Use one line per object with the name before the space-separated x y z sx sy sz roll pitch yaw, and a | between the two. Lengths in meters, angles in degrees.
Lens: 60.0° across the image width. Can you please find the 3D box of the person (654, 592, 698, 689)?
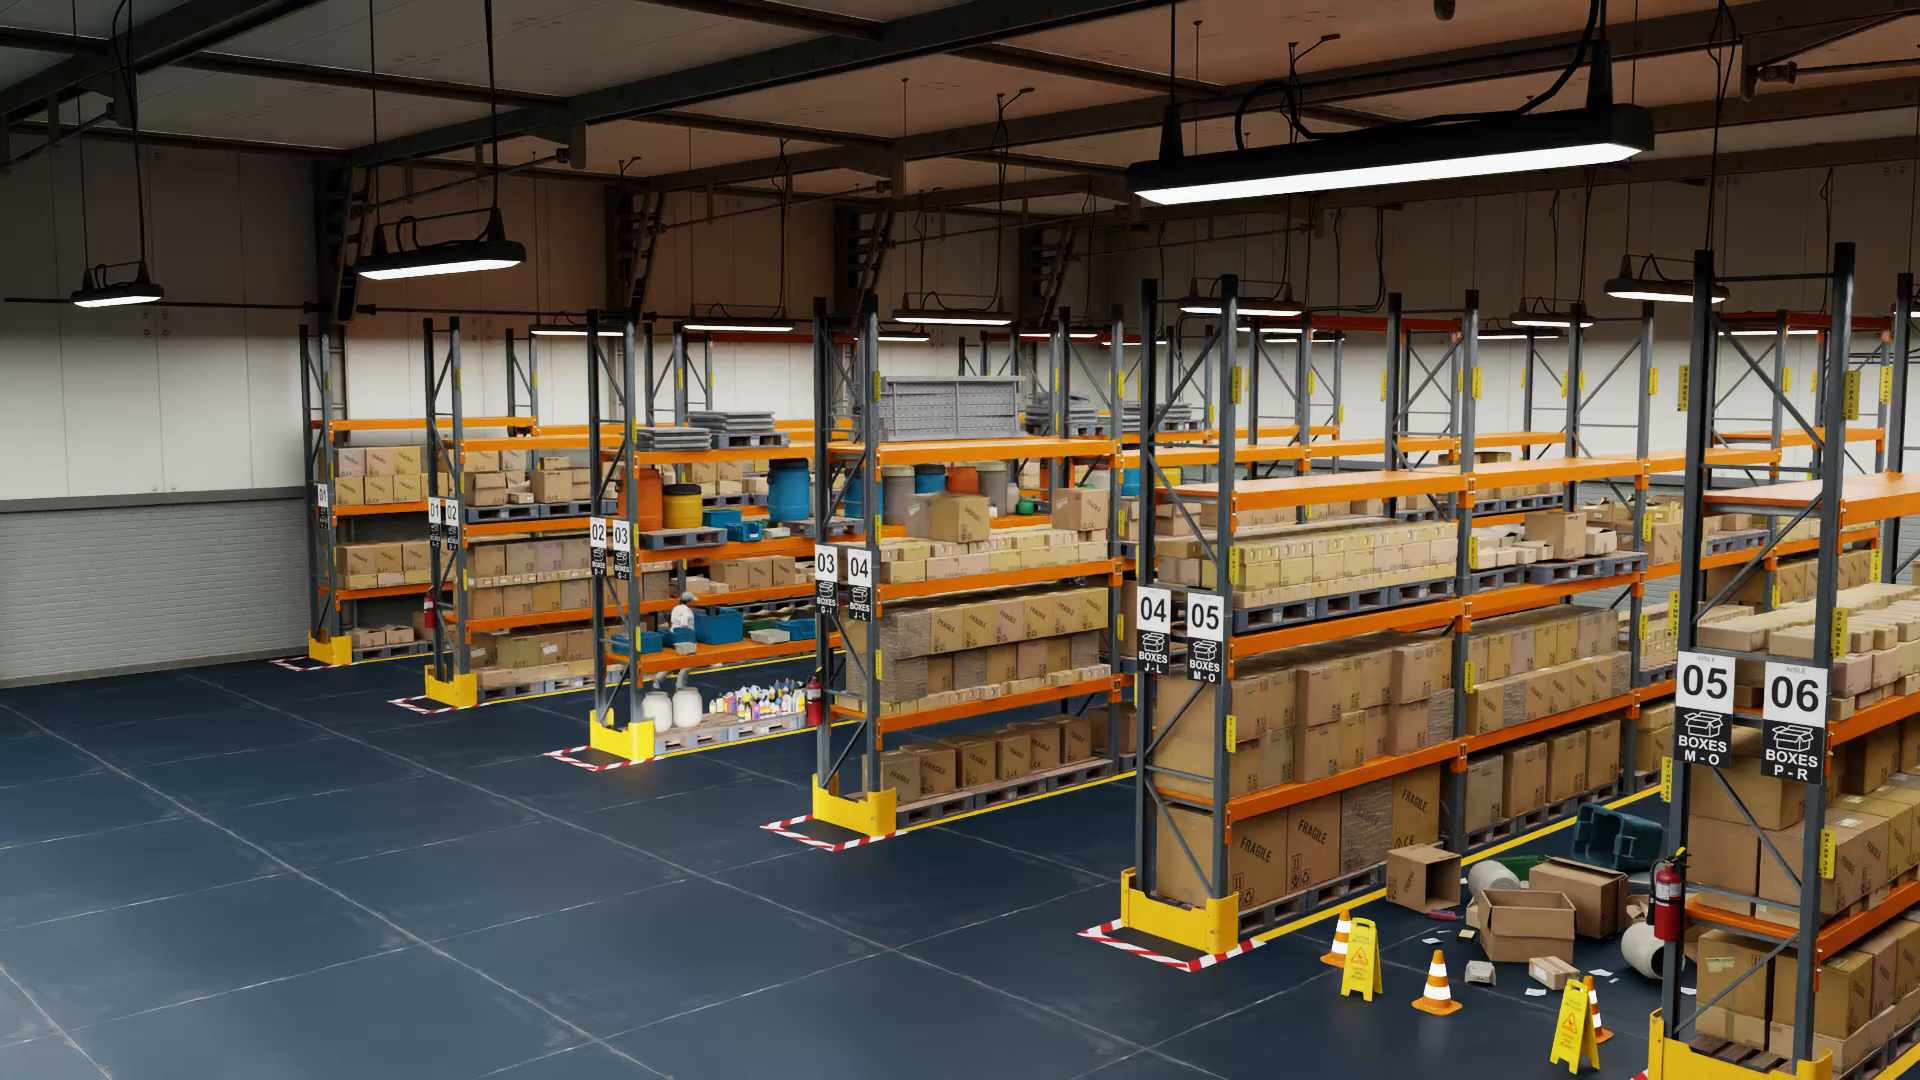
person | -4.562 1.652 26.782 0.696 1.638 0.567 -5 8 -41
